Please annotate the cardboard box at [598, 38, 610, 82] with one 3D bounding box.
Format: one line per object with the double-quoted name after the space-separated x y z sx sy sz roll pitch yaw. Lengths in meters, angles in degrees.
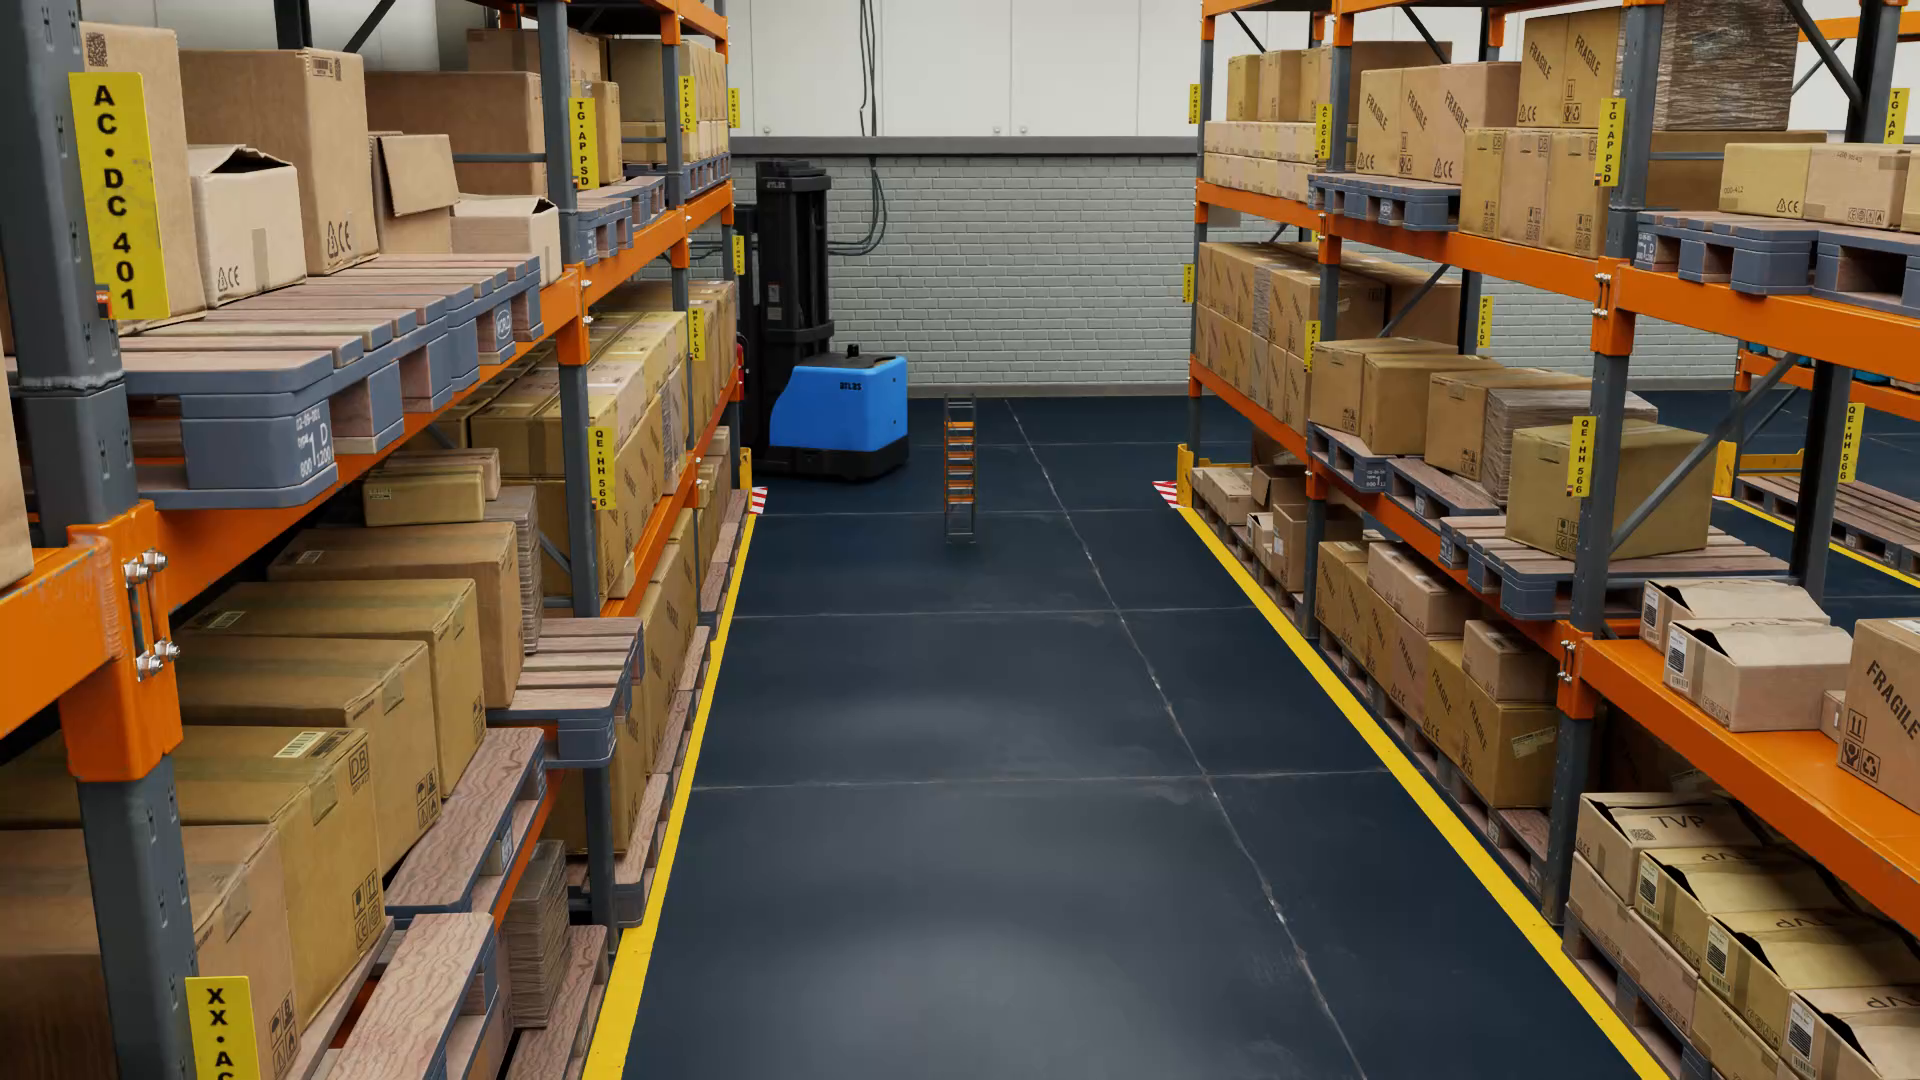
-2.448 -2.902 10.519 0.500 0.500 0.500 -1 14 -4 "cardboard box"

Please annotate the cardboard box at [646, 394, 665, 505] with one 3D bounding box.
-1.791 -0.452 8.427 0.500 0.500 0.500 0 14 -2 "cardboard box"

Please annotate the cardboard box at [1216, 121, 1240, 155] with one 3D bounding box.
2.321 -3.175 13.125 0.500 0.250 0.500 -1 14 -3 "cardboard box"

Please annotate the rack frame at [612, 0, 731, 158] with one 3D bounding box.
-2.419 -4.637 13.490 1.000 3.000 0.127 -1 14 -3 "rack frame"

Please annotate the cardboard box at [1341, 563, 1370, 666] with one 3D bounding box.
2.603 0.440 9.931 0.500 0.500 0.500 -1 14 -3 "cardboard box"

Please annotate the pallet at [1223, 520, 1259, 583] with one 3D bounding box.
2.652 0.061 12.865 1.003 0.211 1.213 -1 14 -3 "pallet"

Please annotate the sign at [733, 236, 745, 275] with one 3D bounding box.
-1.877 -2.412 14.083 0.100 0.325 0.005 -1 14 -3 "sign"

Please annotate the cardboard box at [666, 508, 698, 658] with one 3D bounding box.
-2.001 0.260 9.966 0.750 0.750 0.750 -1 14 -3 "cardboard box"

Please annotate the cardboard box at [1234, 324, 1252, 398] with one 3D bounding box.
2.384 -1.366 12.614 0.500 0.500 0.500 -1 14 -3 "cardboard box"

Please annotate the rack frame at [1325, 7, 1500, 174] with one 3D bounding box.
2.772 -3.720 9.924 1.000 3.000 0.127 -1 14 -3 "rack frame"

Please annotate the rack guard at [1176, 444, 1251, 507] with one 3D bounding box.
2.529 -0.580 14.776 1.175 0.500 0.348 -1 14 -3 "rack guard"

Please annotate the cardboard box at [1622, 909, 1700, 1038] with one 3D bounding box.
2.792 1.568 6.086 0.500 0.250 0.500 -1 14 -5 "cardboard box"

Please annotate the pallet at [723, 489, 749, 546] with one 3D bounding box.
-2.292 -0.184 13.817 1.003 0.211 1.213 -1 14 -3 "pallet"

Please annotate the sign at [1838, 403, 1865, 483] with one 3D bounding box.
3.574 -0.390 6.698 0.100 0.325 0.005 -1 14 -3 "sign"

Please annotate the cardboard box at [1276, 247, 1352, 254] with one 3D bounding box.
2.859 -2.110 13.499 0.500 0.500 0.500 0 14 -2 "cardboard box"

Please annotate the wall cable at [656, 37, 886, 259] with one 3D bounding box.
-2.413 -4.545 19.365 3.097 2.526 0.112 -1 14 -3 "wall cable"

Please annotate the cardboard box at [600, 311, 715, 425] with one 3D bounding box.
-2.229 -1.199 11.565 0.980 0.700 0.700 -1 14 -5 "cardboard box"

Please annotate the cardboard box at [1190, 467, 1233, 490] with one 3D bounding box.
2.208 -0.532 14.413 0.380 0.149 0.250 -1 14 -3 "cardboard box"

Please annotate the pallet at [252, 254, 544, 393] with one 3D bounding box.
-1.675 -0.522 3.893 1.213 0.211 1.003 -1 14 -3 "pallet"

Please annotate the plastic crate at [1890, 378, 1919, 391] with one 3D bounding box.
7.309 -1.220 12.656 0.293 0.136 0.466 -1 14 -3 "plastic crate"

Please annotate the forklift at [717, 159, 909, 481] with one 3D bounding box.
-2.079 -2.171 16.084 3.031 2.935 1.130 5 15 17 "forklift"

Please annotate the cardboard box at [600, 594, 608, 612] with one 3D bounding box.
-1.720 0.222 7.109 0.380 0.149 0.250 -1 14 -3 "cardboard box"

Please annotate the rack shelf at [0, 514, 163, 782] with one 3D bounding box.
-1.552 0.646 0.421 1.077 0.370 4.000 -1 14 -3 "rack shelf"

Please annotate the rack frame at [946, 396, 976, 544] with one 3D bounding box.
0.007 -0.555 13.274 0.240 1.200 0.006 -1 14 -3 "rack frame"

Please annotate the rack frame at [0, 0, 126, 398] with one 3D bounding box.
-1.676 -1.653 1.891 1.000 3.000 0.127 -1 14 -3 "rack frame"

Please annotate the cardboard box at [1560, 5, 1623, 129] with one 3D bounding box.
2.968 -2.040 7.210 0.500 0.500 0.500 -1 14 -3 "cardboard box"

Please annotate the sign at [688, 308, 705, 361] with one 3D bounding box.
-1.631 -1.270 10.278 0.100 0.325 0.005 -1 14 -3 "sign"

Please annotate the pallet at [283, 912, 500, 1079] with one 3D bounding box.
-1.578 1.153 3.409 1.003 0.211 1.213 -1 14 -3 "pallet"

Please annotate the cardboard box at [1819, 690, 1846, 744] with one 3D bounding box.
3.155 0.618 5.607 0.380 0.149 0.250 0 14 1 "cardboard box"

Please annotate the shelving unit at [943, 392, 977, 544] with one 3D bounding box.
0.001 -0.577 13.363 0.258 1.200 0.189 -1 14 -3 "shelving unit"

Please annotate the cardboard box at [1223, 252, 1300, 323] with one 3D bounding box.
2.355 -1.973 12.968 0.500 0.500 0.500 -1 14 -3 "cardboard box"

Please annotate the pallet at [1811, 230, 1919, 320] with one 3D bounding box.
3.224 -0.735 4.724 1.003 0.211 1.213 0 14 -1 "pallet"

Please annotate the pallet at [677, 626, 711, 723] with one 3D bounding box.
-2.048 0.804 9.977 1.003 0.211 1.213 -1 14 -3 "pallet"

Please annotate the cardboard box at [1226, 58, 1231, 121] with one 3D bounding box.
2.573 -3.667 13.532 0.700 0.500 0.500 -1 14 -3 "cardboard box"

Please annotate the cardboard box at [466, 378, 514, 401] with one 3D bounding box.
-2.239 -0.545 7.283 0.500 0.250 0.500 -1 14 -5 "cardboard box"

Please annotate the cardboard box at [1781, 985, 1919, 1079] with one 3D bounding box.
2.862 1.557 5.005 0.500 0.311 0.500 -1 14 -4 "cardboard box"

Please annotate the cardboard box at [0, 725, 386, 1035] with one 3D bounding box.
-1.701 0.725 3.605 0.700 0.500 0.500 1 14 2 "cardboard box"

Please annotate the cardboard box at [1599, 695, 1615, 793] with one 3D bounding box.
3.239 0.930 8.025 0.500 0.500 0.500 -1 14 -5 "cardboard box"

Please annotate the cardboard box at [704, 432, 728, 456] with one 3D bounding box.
-2.070 -0.773 13.385 0.380 0.149 0.250 0 14 -2 "cardboard box"

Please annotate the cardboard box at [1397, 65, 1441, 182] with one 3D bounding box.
2.794 -2.275 9.085 0.600 0.600 0.600 -1 14 -4 "cardboard box"

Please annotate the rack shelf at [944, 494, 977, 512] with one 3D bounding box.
0.001 -0.302 13.434 0.258 0.103 0.180 -1 14 -3 "rack shelf"

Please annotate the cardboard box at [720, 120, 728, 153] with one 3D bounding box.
-2.109 -3.186 13.125 0.500 0.250 0.500 0 14 -2 "cardboard box"

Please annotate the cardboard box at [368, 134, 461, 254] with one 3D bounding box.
-1.936 -0.931 4.857 0.797 0.503 0.637 1 14 4 "cardboard box"

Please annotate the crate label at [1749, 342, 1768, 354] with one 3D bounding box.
7.155 -1.766 14.587 0.416 0.233 0.303 -1 14 -3 "crate label"

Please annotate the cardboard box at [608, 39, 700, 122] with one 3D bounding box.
-1.936 -2.914 10.563 0.500 0.500 0.500 -1 14 -4 "cardboard box"

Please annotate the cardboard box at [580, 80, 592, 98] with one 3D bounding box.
-2.161 -1.968 8.050 0.700 0.500 0.500 -1 14 -3 "cardboard box"

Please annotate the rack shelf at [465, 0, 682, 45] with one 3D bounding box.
-2.048 -2.603 7.830 1.077 0.370 4.000 -1 14 -3 "rack shelf"

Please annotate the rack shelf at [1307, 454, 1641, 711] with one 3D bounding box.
2.896 0.031 8.828 1.077 0.370 4.000 -1 14 -3 "rack shelf"

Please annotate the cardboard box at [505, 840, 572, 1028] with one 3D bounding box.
-1.827 1.434 6.068 0.700 0.500 0.500 -1 14 -3 "cardboard box"

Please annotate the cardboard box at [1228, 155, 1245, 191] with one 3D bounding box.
2.353 -2.809 12.704 0.500 0.250 0.500 -1 14 -3 "cardboard box"

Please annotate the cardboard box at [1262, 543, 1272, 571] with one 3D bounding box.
2.371 0.124 11.865 0.380 0.149 0.250 -1 14 -3 "cardboard box"

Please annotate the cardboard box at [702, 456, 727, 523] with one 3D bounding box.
-2.245 -0.428 13.342 0.700 0.500 0.500 -1 14 -4 "cardboard box"
